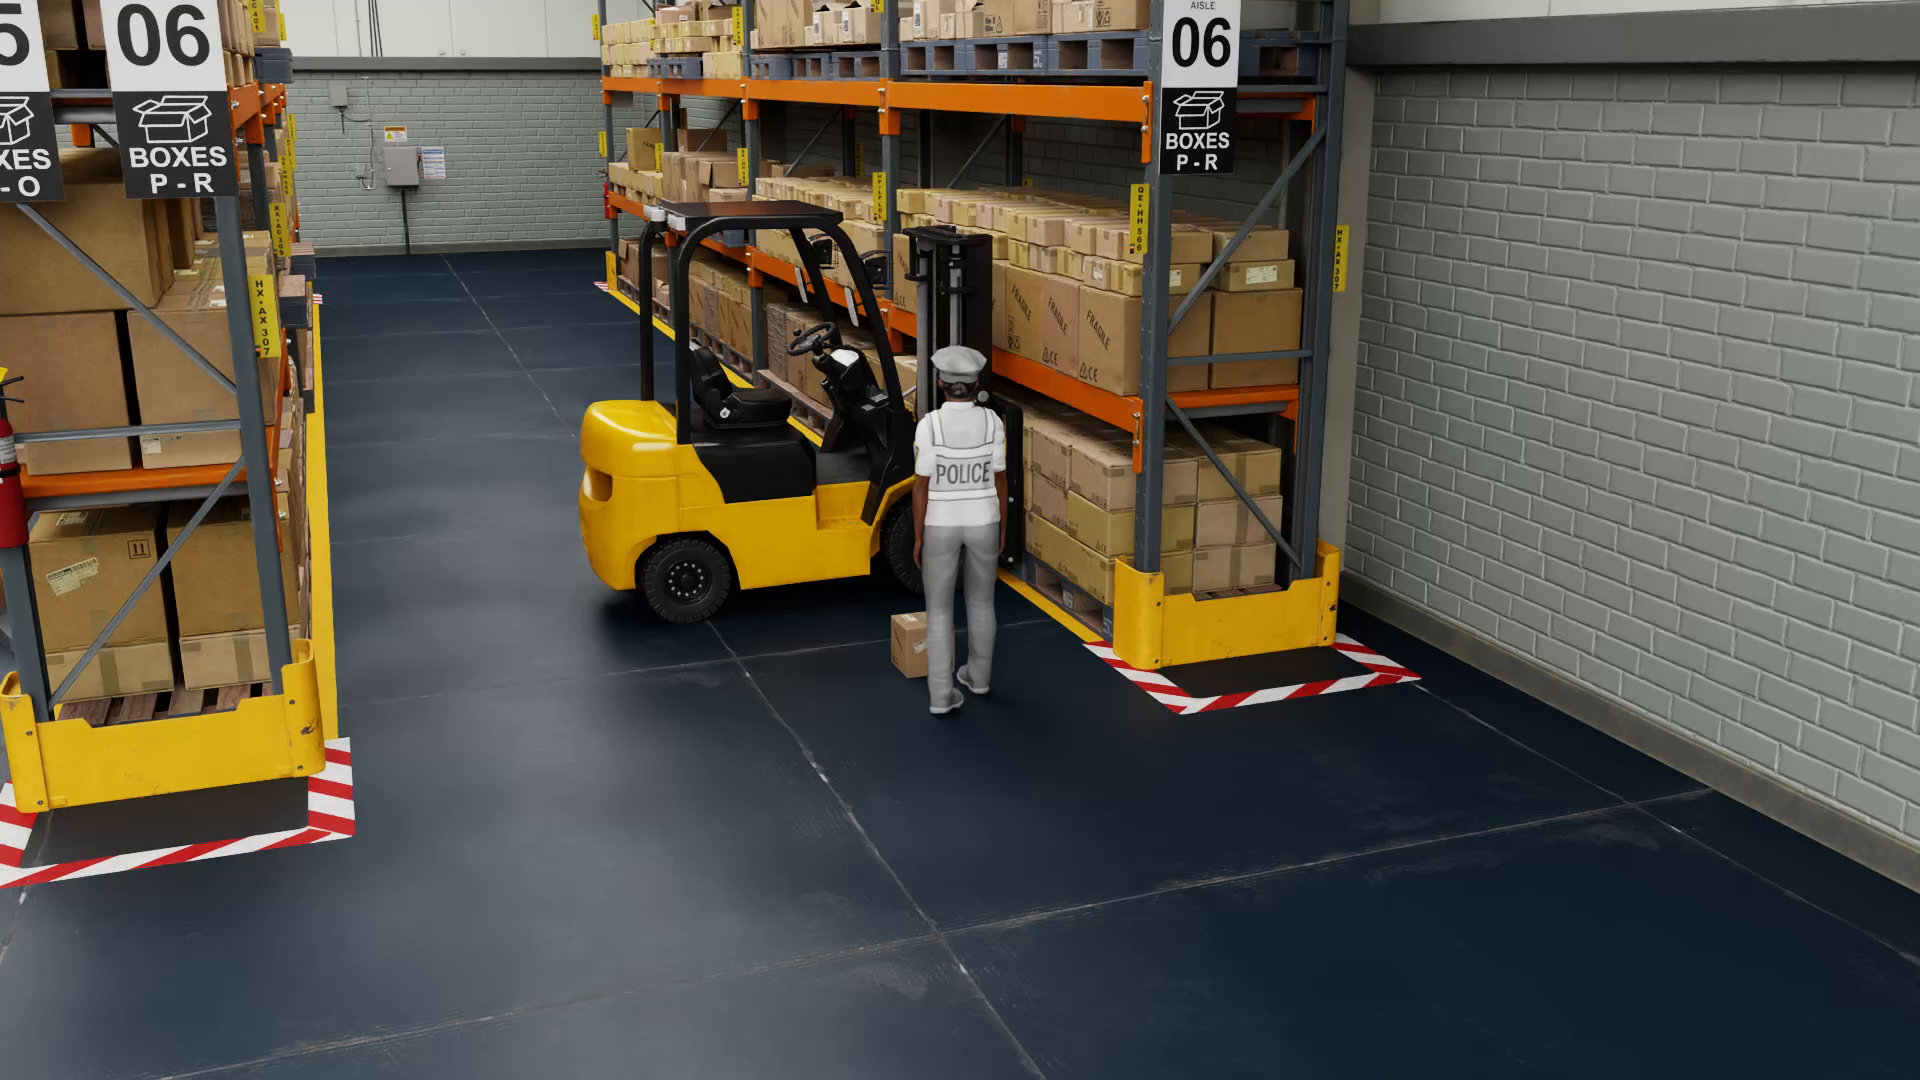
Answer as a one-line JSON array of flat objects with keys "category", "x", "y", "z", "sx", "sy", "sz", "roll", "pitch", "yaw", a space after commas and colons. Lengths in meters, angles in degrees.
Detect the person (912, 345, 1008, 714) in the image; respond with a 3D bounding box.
[{"category": "person", "x": -0.016, "y": -0.057, "z": 7.703, "sx": 0.455, "sy": 1.684, "sz": 0.529, "roll": -3, "pitch": 16, "yaw": -12}]
